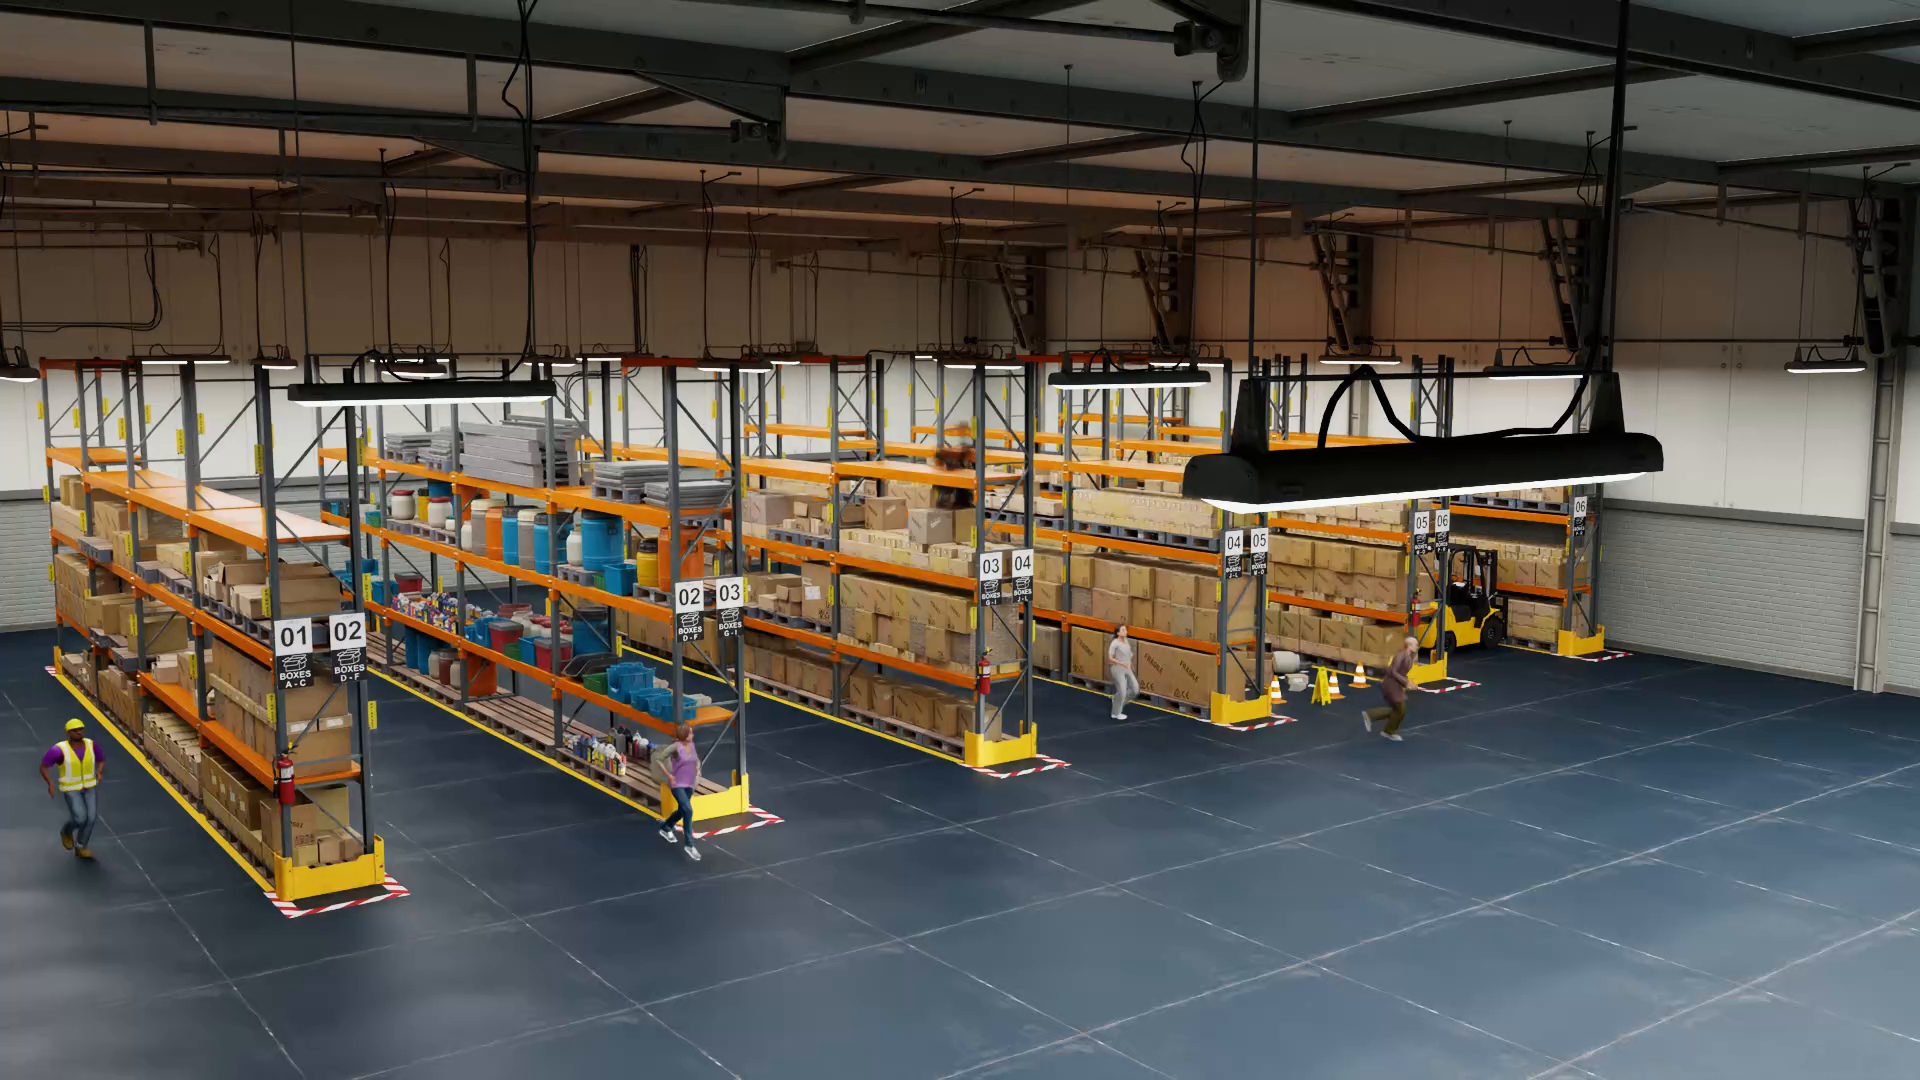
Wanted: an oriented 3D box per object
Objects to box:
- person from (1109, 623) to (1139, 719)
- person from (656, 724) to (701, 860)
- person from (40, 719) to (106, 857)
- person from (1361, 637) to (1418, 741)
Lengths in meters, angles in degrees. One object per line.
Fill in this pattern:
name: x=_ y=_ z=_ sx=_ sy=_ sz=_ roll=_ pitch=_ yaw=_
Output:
person: x=2.725 y=2.193 z=27.716 sx=0.539 sy=1.626 sz=0.541 roll=-6 pitch=9 yaw=-42
person: x=-3.425 y=3.085 z=20.622 sx=0.861 sy=1.563 sz=0.541 roll=4 pitch=8 yaw=31
person: x=-10.771 y=3.040 z=20.338 sx=0.578 sy=1.722 sz=0.705 roll=6 pitch=9 yaw=39
person: x=6.851 y=2.354 z=26.455 sx=0.873 sy=1.686 sz=0.733 roll=3 pitch=7 yaw=22
